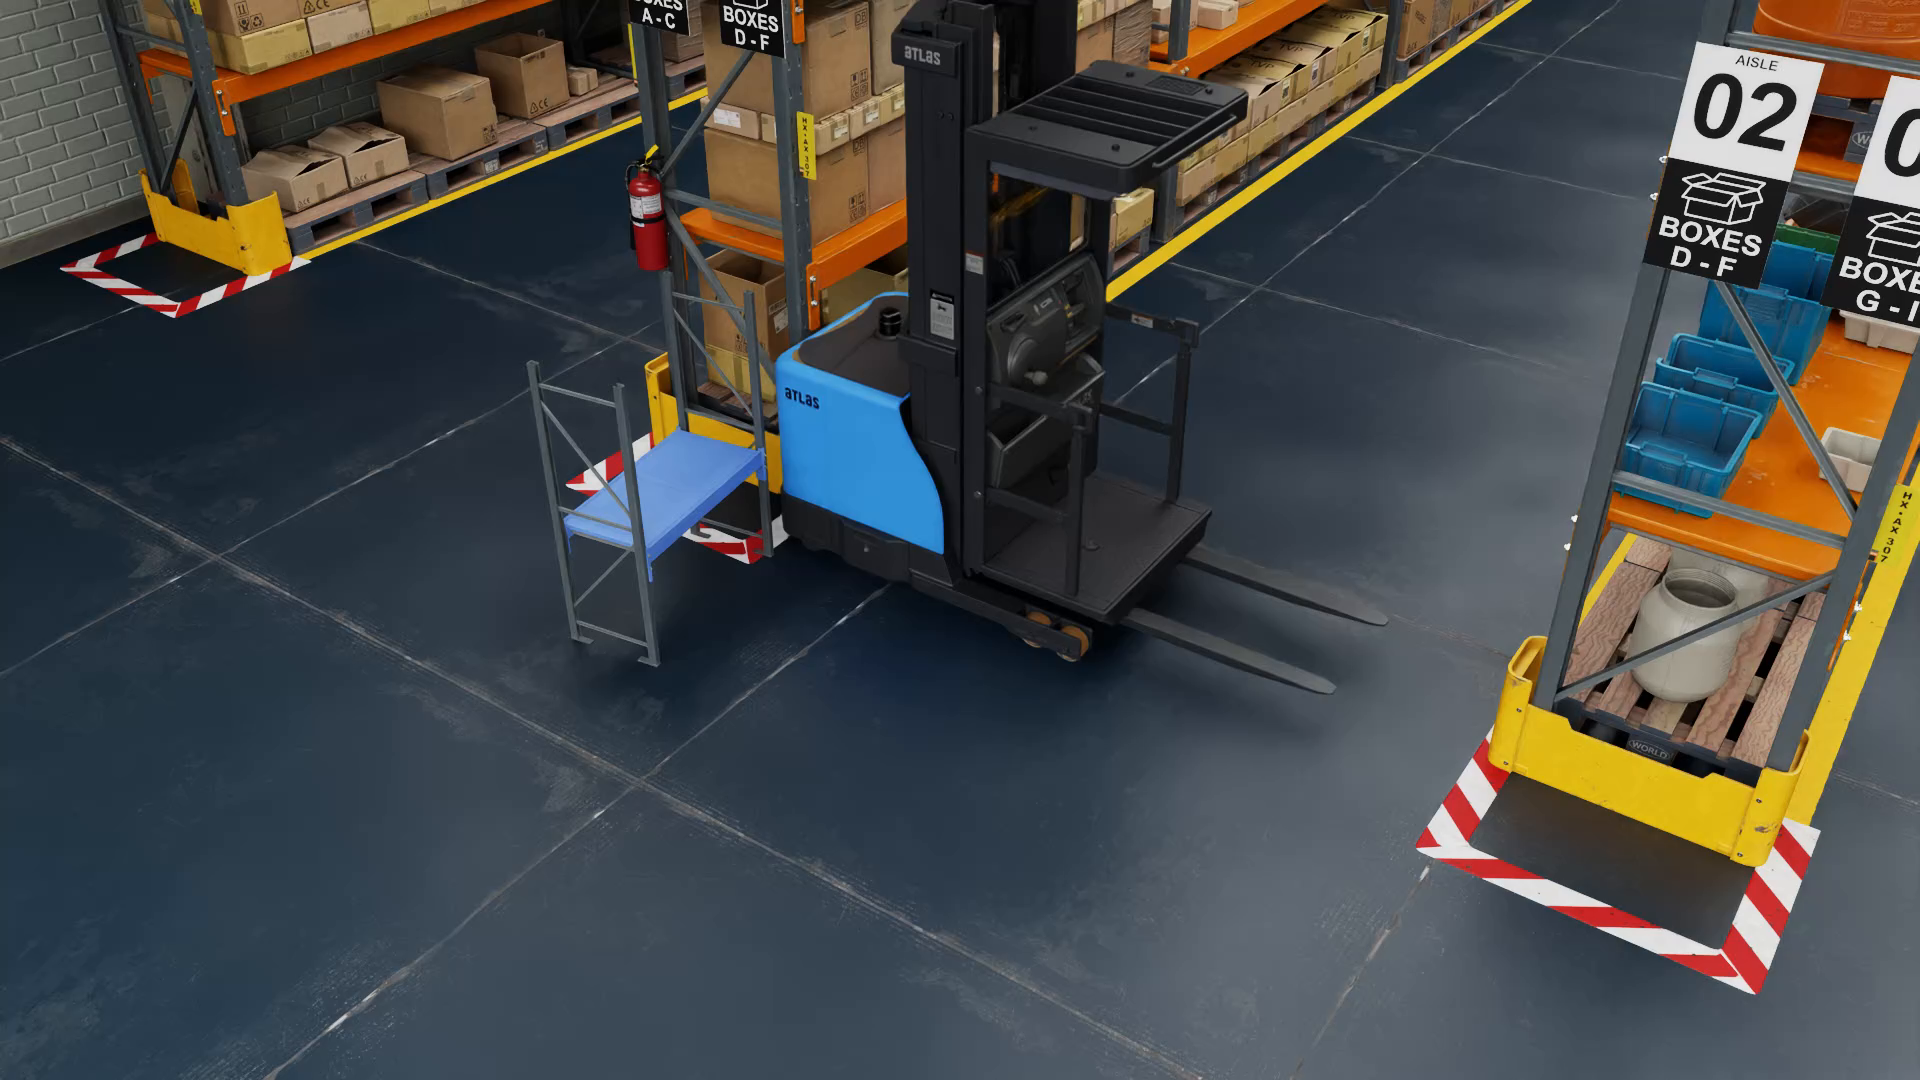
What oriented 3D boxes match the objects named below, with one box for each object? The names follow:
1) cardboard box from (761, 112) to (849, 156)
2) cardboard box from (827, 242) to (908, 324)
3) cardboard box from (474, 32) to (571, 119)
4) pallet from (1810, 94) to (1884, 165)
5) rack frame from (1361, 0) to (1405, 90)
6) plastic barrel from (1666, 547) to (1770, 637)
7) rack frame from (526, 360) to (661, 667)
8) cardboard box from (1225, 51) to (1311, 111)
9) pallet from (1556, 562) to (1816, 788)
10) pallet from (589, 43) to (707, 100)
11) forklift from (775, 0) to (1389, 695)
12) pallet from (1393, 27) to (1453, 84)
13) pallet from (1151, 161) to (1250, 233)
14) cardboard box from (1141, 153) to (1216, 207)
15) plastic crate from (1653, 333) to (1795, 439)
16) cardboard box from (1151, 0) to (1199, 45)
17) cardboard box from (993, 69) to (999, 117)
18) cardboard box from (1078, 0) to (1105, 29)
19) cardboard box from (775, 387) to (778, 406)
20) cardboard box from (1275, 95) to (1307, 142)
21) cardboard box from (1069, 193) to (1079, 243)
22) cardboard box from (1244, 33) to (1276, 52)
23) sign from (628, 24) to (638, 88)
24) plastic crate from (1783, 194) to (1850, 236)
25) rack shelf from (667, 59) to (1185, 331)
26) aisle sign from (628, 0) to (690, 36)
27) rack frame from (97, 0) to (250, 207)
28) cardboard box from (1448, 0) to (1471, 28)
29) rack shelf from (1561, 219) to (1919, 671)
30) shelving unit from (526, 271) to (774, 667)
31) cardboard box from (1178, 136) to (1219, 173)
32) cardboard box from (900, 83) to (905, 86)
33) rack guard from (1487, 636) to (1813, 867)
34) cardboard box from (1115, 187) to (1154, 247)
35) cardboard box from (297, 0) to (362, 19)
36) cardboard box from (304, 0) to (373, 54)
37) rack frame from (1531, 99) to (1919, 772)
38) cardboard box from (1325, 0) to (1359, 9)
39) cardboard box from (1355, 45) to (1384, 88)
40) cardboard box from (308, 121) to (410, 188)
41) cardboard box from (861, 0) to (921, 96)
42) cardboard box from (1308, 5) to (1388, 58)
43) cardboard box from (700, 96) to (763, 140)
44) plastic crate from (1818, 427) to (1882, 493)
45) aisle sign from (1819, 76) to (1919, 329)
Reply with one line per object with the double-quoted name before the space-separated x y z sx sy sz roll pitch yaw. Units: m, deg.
"cardboard box" -0.794 -2.117 8.534 0.380 0.149 0.250 21 39 28
"cardboard box" -0.423 -1.447 9.622 0.500 0.500 0.500 21 39 28
"cardboard box" -3.545 -3.773 13.490 0.500 0.500 0.500 18 38 25
"pallet" 3.424 -1.625 5.966 1.003 0.211 1.213 21 39 28
"rack frame" 3.366 -5.377 14.023 1.000 3.000 0.127 21 39 28
"plastic barrel" 3.470 0.187 7.641 0.421 0.512 0.421 0 34 0
"rack frame" -1.649 -0.090 7.544 0.500 1.500 0.032 16 37 22
"cardboard box" 2.402 -3.622 13.007 0.500 0.311 0.500 22 40 29
"pallet" 3.344 0.622 7.642 1.003 0.211 1.213 21 39 28
"pallet" -2.543 -4.320 14.950 1.003 0.211 1.213 21 39 28
"forklift" 0.577 -0.978 7.580 3.031 2.935 1.130 21 39 28
"pallet" 3.823 -4.553 15.294 1.003 0.211 1.213 21 39 28
"pallet" 1.474 -2.732 12.602 1.003 0.211 1.213 21 39 28
"cardboard box" 1.519 -2.677 12.111 0.500 0.250 0.500 20 39 27
"plastic crate" 3.287 -0.672 7.200 0.499 0.251 0.408 21 39 28
"cardboard box" 1.331 -3.714 11.699 0.500 0.250 0.500 24 41 31
"cardboard box" -0.038 -2.661 9.917 0.700 0.500 0.500 23 40 30
"cardboard box" 0.668 -3.297 10.279 0.380 0.149 0.250 21 39 28
"cardboard box" -0.706 -0.906 9.491 0.500 0.250 0.500 21 39 28
"cardboard box" 2.396 -3.385 13.158 0.500 0.250 0.500 22 40 29
"cardboard box" 0.424 -2.141 10.648 0.500 0.500 0.500 21 39 28
"cardboard box" 2.241 -4.018 13.593 0.500 0.311 0.500 20 39 27
"sign" -1.633 -2.452 8.454 0.100 0.325 0.005 21 39 28
"plastic crate" 4.750 -1.726 8.680 0.767 0.338 0.504 21 39 28
"rack shelf" -0.055 -2.317 10.141 1.077 0.370 4.000 21 39 28
"aisle sign" -1.474 -2.835 7.945 0.394 0.787 0.004 21 39 28
"rack frame" -5.267 -3.276 10.916 1.000 3.000 0.127 21 39 28
"cardboard box" 4.445 -5.114 15.473 0.500 0.500 0.500 21 39 28
"rack shelf" 4.013 -0.734 7.799 1.077 0.370 4.000 21 39 28
"shelving unit" -1.422 -0.345 7.921 0.538 1.500 1.048 16 37 22
"cardboard box" 1.526 -2.914 11.960 0.500 0.311 0.500 21 40 28
"cardboard box" -0.357 -2.469 9.055 0.380 0.149 0.250 21 39 28
"rack guard" 2.877 0.874 7.011 1.175 0.500 0.348 21 39 28
"cardboard box" 1.001 -2.288 11.535 0.500 0.250 0.500 21 39 28
"cardboard box" -4.458 -3.880 11.257 0.500 0.500 0.500 21 40 28
"cardboard box" -4.443 -3.588 11.495 0.500 0.250 0.500 20 39 27
"rack frame" 2.872 -0.111 6.237 1.000 3.000 0.127 21 39 28
"cardboard box" 3.707 -5.029 15.347 0.500 0.500 0.500 23 40 30
"cardboard box" 3.267 -4.092 14.202 0.500 0.250 0.500 22 40 29
"cardboard box" -4.473 -2.896 12.362 0.500 0.311 0.500 25 41 32
"cardboard box" -0.593 -2.753 8.896 0.700 0.500 0.500 20 39 27
"cardboard box" 3.270 -4.324 14.046 0.500 0.311 0.500 22 40 29
"cardboard box" -1.134 -2.242 8.719 0.380 0.149 0.250 21 39 27
"plastic crate" 3.647 -0.311 6.768 0.298 0.136 0.250 21 39 28
"aisle sign" 3.072 -1.061 5.321 0.394 0.787 0.004 21 39 28
